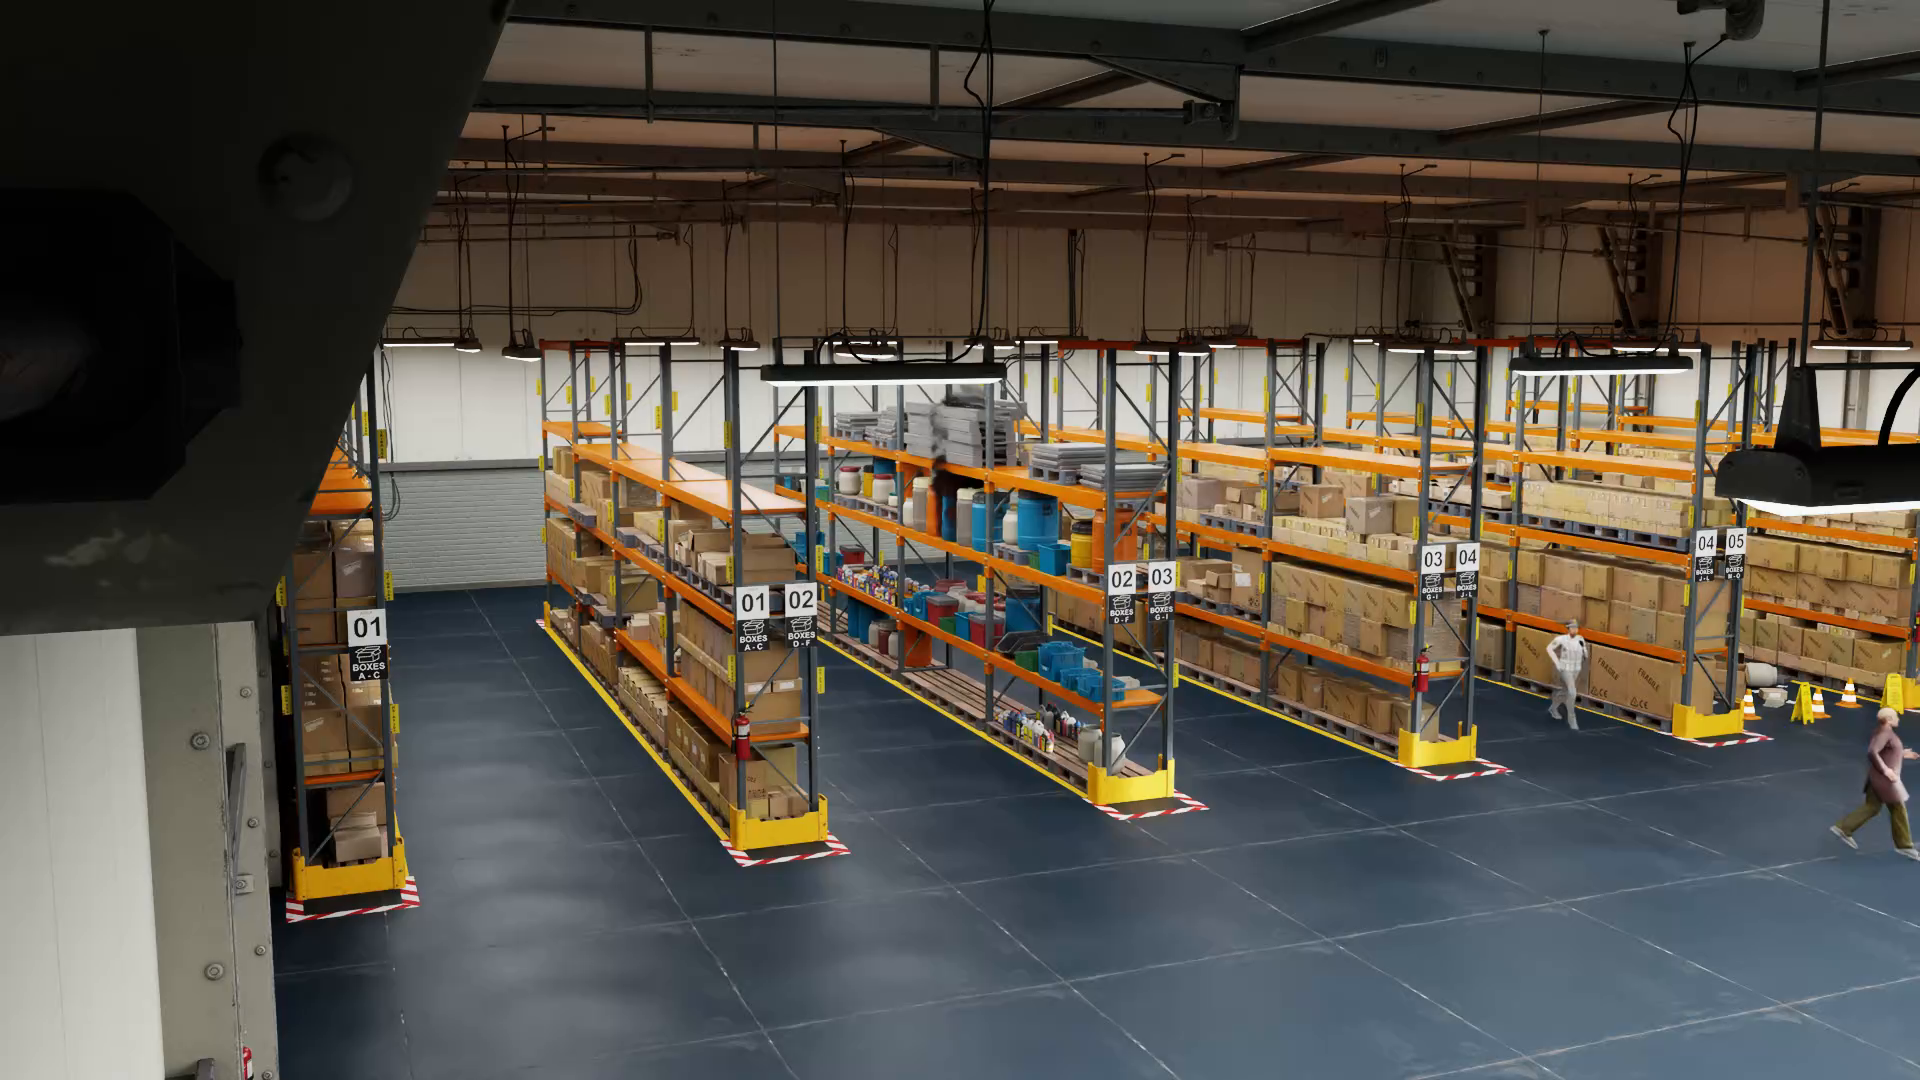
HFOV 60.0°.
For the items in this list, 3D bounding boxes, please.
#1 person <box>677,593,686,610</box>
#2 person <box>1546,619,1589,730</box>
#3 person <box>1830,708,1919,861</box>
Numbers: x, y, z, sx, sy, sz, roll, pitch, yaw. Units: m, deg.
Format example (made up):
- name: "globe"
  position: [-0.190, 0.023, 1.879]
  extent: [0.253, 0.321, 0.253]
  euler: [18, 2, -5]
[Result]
- name: "person"
  position: [-5.748, 1.084, 34.054]
  extent: [0.629, 1.675, 0.675]
  euler: [-4, 8, -27]
- name: "person"
  position: [9.631, 2.089, 26.300]
  extent: [0.584, 1.754, 0.776]
  euler: [-3, 8, -20]
- name: "person"
  position: [10.953, 2.877, 19.750]
  extent: [1.029, 1.805, 0.703]
  euler: [2, 8, 11]
